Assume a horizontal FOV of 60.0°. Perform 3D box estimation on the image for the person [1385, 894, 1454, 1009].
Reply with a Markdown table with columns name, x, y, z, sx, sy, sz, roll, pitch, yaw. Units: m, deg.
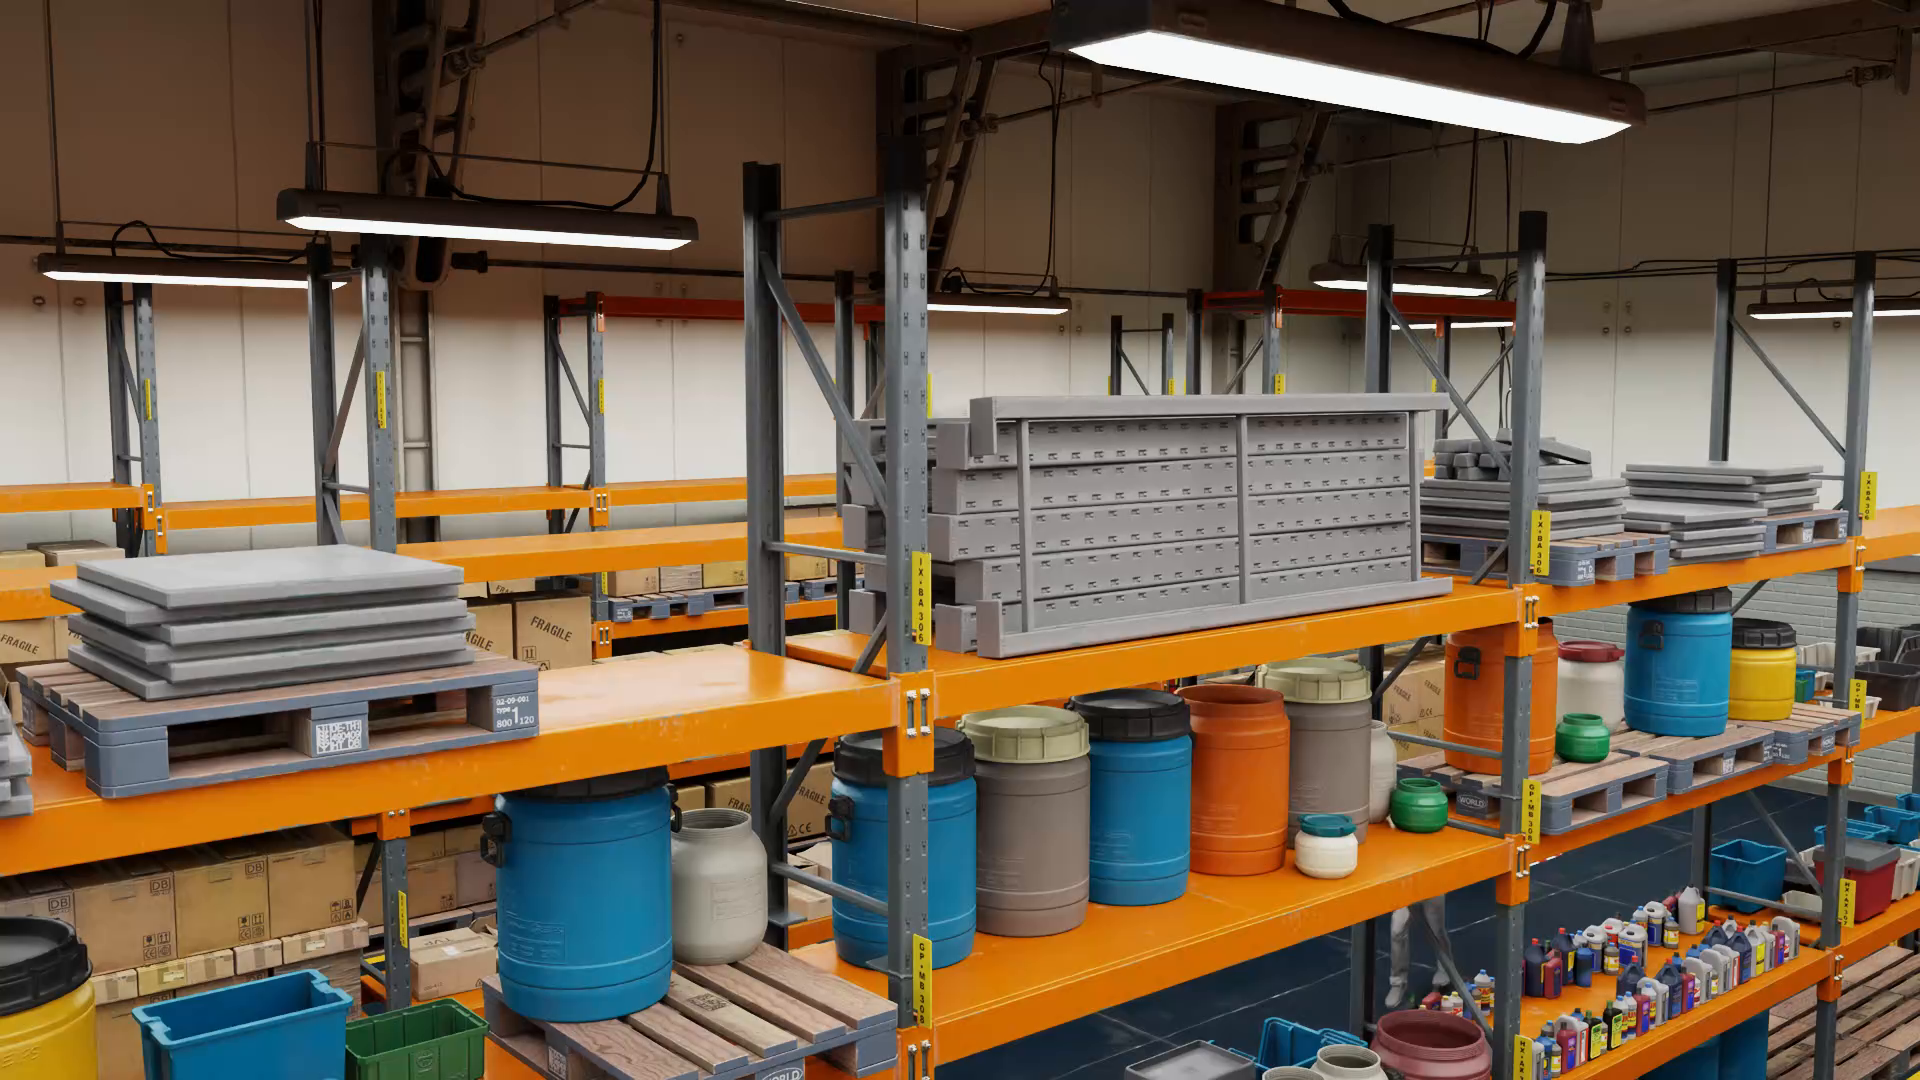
| name | x | y | z | sx | sy | sz | roll | pitch | yaw |
| --- | --- | --- | --- | --- | --- | --- | --- | --- | --- |
| person | 3.864 | 2.945 | 13.876 | 0.677 | 1.823 | 0.807 | 5 | 7 | 40 |
